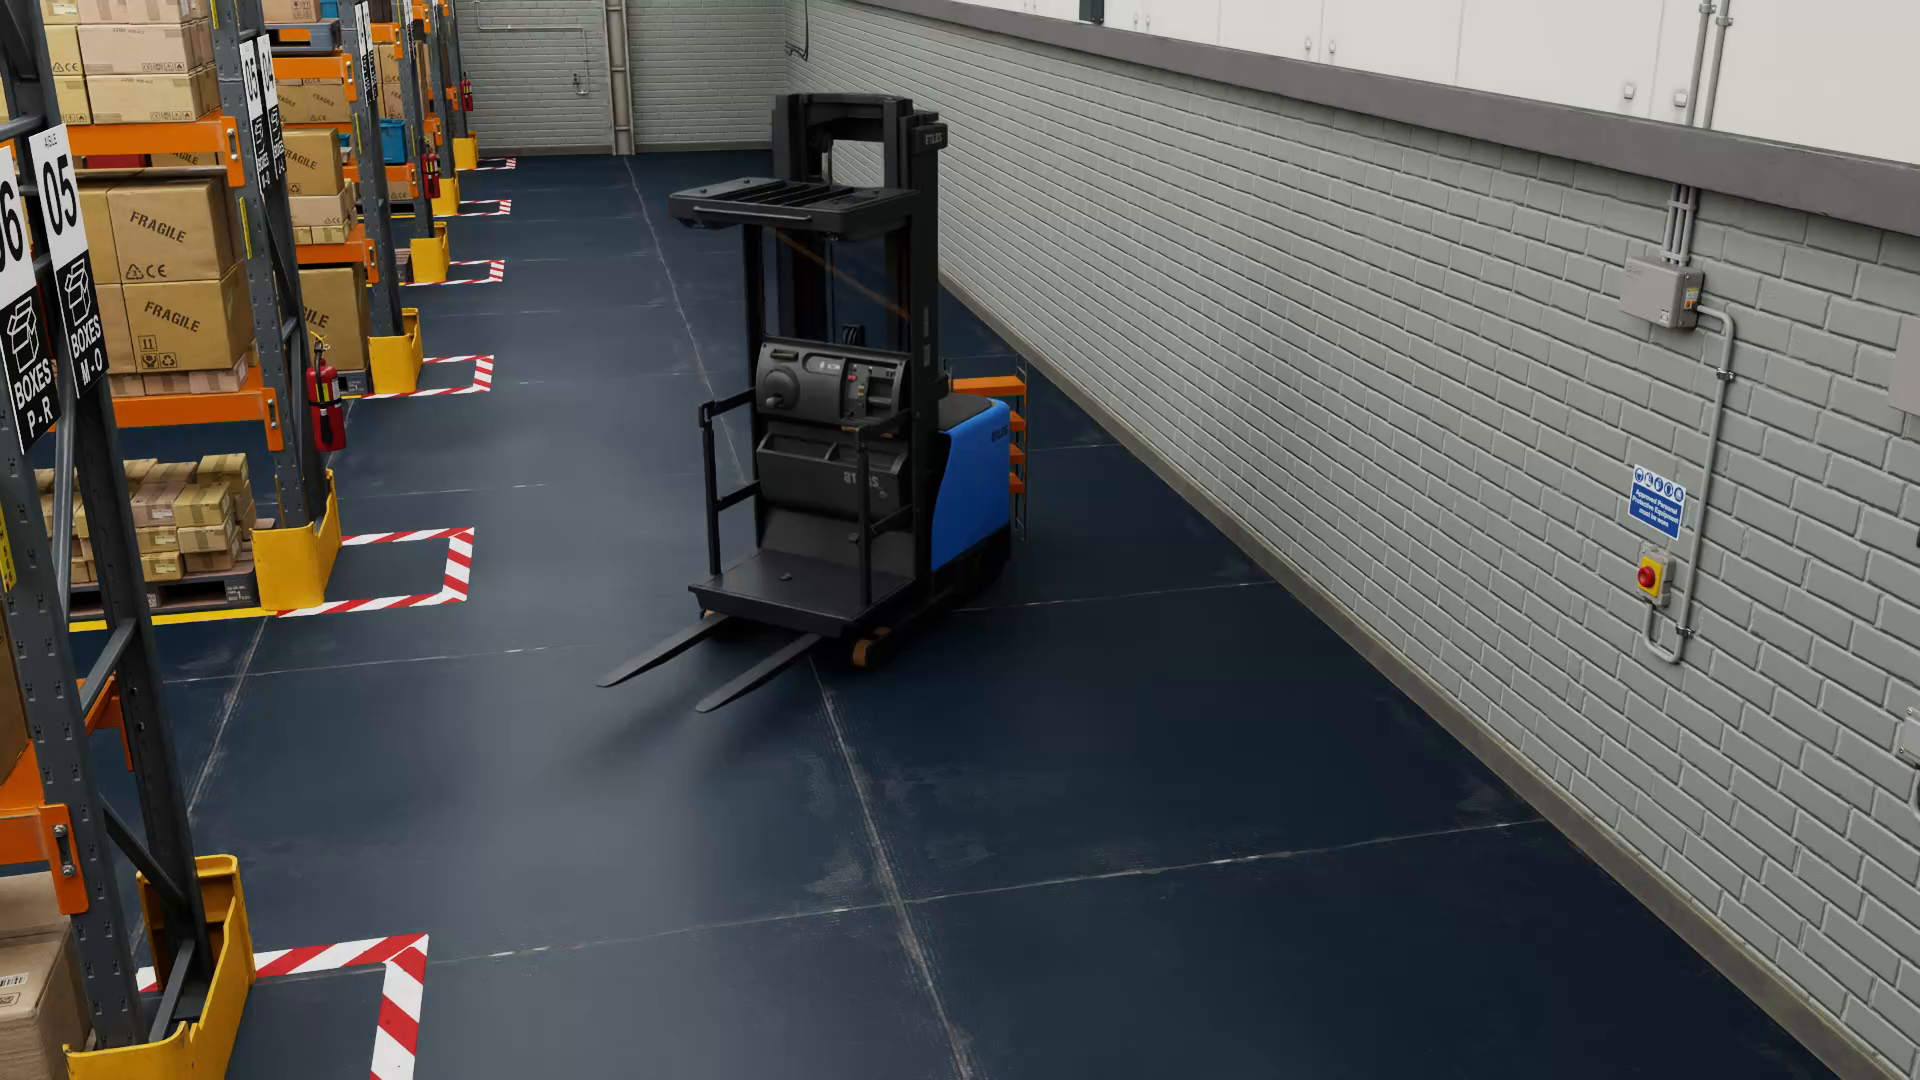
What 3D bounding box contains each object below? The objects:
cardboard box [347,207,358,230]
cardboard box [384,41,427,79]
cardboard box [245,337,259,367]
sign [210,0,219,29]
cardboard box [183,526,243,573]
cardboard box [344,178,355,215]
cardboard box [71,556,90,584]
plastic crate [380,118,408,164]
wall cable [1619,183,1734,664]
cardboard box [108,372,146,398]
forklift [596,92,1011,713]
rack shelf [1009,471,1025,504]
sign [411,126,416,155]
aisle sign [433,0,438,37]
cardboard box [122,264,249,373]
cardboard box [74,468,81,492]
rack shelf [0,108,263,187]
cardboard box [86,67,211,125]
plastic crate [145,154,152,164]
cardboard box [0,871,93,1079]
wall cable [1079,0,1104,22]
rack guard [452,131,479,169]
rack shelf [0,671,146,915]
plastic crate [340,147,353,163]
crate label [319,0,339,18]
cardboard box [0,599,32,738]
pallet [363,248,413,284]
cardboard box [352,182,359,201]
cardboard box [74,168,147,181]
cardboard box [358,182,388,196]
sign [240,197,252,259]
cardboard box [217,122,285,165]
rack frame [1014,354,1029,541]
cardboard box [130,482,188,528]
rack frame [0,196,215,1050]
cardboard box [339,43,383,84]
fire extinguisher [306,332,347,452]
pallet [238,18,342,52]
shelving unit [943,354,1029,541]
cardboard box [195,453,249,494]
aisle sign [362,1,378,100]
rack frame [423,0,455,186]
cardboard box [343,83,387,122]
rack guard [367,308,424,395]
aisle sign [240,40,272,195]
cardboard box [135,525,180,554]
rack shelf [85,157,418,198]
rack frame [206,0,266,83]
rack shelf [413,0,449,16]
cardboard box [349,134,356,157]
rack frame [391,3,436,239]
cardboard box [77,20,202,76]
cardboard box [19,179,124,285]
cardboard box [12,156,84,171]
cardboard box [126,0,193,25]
[{"bbox_3d":[-5.471,-2.831,14.668,0.250,0.149,0.380,-4,21,-12],"label":"cardboard box"},{"bbox_3d":[-7.818,-6.753,23.409,0.500,0.500,0.500,-4,20,-11],"label":"cardboard box"},{"bbox_3d":[-4.398,-1.165,10.119,0.250,0.149,0.380,-5,21,-13],"label":"cardboard box"},{"bbox_3d":[-3.899,-2.836,8.666,0.005,0.325,0.100,-5,21,-12],"label":"sign"},{"bbox_3d":[-4.471,0.054,9.960,0.250,0.149,0.380,-4,21,-12],"label":"cardboard box"},{"bbox_3d":[-5.579,-2.989,14.518,0.500,0.250,0.500,-5,21,-14],"label":"cardboard box"},{"bbox_3d":[-5.213,0.124,9.768,0.250,0.149,0.380,-4,21,-12],"label":"cardboard box"},{"bbox_3d":[-6.473,-4.481,18.667,0.499,0.435,0.616,-5,21,-12],"label":"plastic crate"},{"bbox_3d":[2.712,-0.496,6.404,0.123,1.953,0.585,-5,21,-12],"label":"wall cable"},{"bbox_3d":[-4.751,-0.928,9.473,0.250,0.149,0.380,-5,21,-13],"label":"cardboard box"},{"bbox_3d":[-0.817,-0.849,8.990,1.130,2.935,3.031,10,23,26],"label":"forklift"},{"bbox_3d":[0.161,-0.327,10.855,0.480,0.148,0.258,-5,21,-12],"label":"rack shelf"},{"bbox_3d":[-6.047,-4.419,18.399,0.005,0.325,0.100,-5,21,-12],"label":"sign"},{"bbox_3d":[-7.189,-7.307,22.741,0.004,0.787,0.394,-5,21,-12],"label":"aisle sign"},{"bbox_3d":[-4.385,-1.264,9.445,0.500,0.500,0.500,-4,21,-11],"label":"cardboard box"},{"bbox_3d":[-5.333,-0.322,10.123,0.250,0.149,0.380,-6,21,-15],"label":"cardboard box"},{"bbox_3d":[-5.953,-2.111,9.022,4.000,0.370,1.077,-5,21,-12],"label":"rack shelf"},{"bbox_3d":[-4.389,-2.412,9.016,0.500,0.250,0.500,-5,21,-14],"label":"cardboard box"},{"bbox_3d":[-9.055,-4.286,18.586,0.590,0.125,0.437,-5,21,-12],"label":"plastic crate"},{"bbox_3d":[-3.389,1.542,5.479,0.875,0.438,0.875,-5,21,-14],"label":"cardboard box"},{"bbox_3d":[1.246,-6.488,10.887,0.120,5.999,2.277,-5,21,-12],"label":"wall cable"},{"bbox_3d":[-8.446,-6.669,28.414,0.348,0.500,1.175,-5,21,-12],"label":"rack guard"},{"bbox_3d":[-4.716,0.946,5.036,4.000,0.370,1.077,-5,21,-12],"label":"rack shelf"},{"bbox_3d":[-6.942,-4.304,18.619,0.243,0.136,0.396,-5,21,-12],"label":"plastic crate"},{"bbox_3d":[-7.162,-5.899,18.532,0.502,0.251,0.408,-5,21,-12],"label":"crate label"},{"bbox_3d":[-3.303,0.345,5.486,0.500,0.500,0.500,-5,21,-13],"label":"cardboard box"},{"bbox_3d":[-7.001,-3.163,19.263,1.213,0.211,1.003,-5,21,-12],"label":"pallet"},{"bbox_3d":[-8.730,-4.908,23.330,0.500,0.250,0.500,-5,21,-12],"label":"cardboard box"},{"bbox_3d":[-4.995,-1.866,9.636,0.500,0.500,0.500,-4,21,-11],"label":"cardboard box"},{"bbox_3d":[-8.407,-5.111,23.884,0.500,0.250,0.500,-5,21,-12],"label":"cardboard box"},{"bbox_3d":[-3.899,-1.703,9.081,0.005,0.325,0.100,-5,21,-12],"label":"sign"},{"bbox_3d":[-6.066,-3.301,14.281,0.500,0.500,0.500,-5,21,-14],"label":"cardboard box"},{"bbox_3d":[0.399,-0.596,10.817,0.015,1.200,0.240,-5,21,-12],"label":"rack frame"},{"bbox_3d":[-4.722,-0.209,9.814,0.250,0.149,0.380,-4,21,-11],"label":"cardboard box"},{"bbox_3d":[-2.770,0.450,5.344,0.127,3.000,1.000,-5,21,-12],"label":"rack frame"},{"bbox_3d":[-8.187,-6.532,22.807,0.500,0.500,0.500,-4,21,-11],"label":"cardboard box"},{"bbox_3d":[-3.656,-0.853,9.556,0.183,0.674,0.296,-5,21,-12],"label":"fire extinguisher"},{"bbox_3d":[-5.770,-4.172,13.730,1.213,0.211,1.003,-5,21,-12],"label":"pallet"},{"bbox_3d":[0.161,-0.576,10.764,0.503,1.200,0.258,-5,21,-12],"label":"shelving unit"},{"bbox_3d":[-4.595,-0.409,10.359,0.250,0.149,0.380,-6,21,-15],"label":"cardboard box"},{"bbox_3d":[-5.049,-4.194,14.243,0.004,0.787,0.394,-5,21,-12],"label":"aisle sign"},{"bbox_3d":[-7.326,-6.183,23.453,0.127,3.000,1.000,-5,21,-12],"label":"rack frame"},{"bbox_3d":[-8.203,-6.061,22.975,0.500,0.500,0.500,-4,21,-12],"label":"cardboard box"},{"bbox_3d":[-5.027,-1.695,14.835,0.348,0.500,1.175,-5,21,-12],"label":"rack guard"},{"bbox_3d":[-3.867,-2.325,9.140,0.004,0.787,0.394,-5,21,-12],"label":"aisle sign"},{"bbox_3d":[-4.722,-0.057,9.831,0.250,0.149,0.380,-5,21,-14],"label":"cardboard box"},{"bbox_3d":[-8.136,-4.029,18.618,4.000,0.370,1.077,-5,21,-12],"label":"rack shelf"},{"bbox_3d":[-4.007,-4.016,8.814,0.127,3.000,1.000,-5,21,-12],"label":"rack frame"},{"bbox_3d":[-10.416,-8.753,27.155,4.000,0.370,1.077,-5,21,-12],"label":"rack shelf"},{"bbox_3d":[-10.104,-6.696,27.877,0.500,0.500,0.700,-5,21,-14],"label":"cardboard box"},{"bbox_3d":[-6.190,-4.525,18.926,0.127,3.000,1.000,-5,21,-12],"label":"rack frame"},{"bbox_3d":[-4.397,-2.650,8.938,0.500,0.250,0.500,-5,21,-14],"label":"cardboard box"},{"bbox_3d":[-4.888,-1.695,9.170,0.500,0.500,0.500,-5,21,-14],"label":"cardboard box"},{"bbox_3d":[-7.432,-3.003,13.467,0.500,0.500,0.500,-5,21,-14],"label":"cardboard box"},{"bbox_3d":[-4.263,-2.834,8.861,0.250,0.149,0.380,-5,21,-13],"label":"cardboard box"}]
